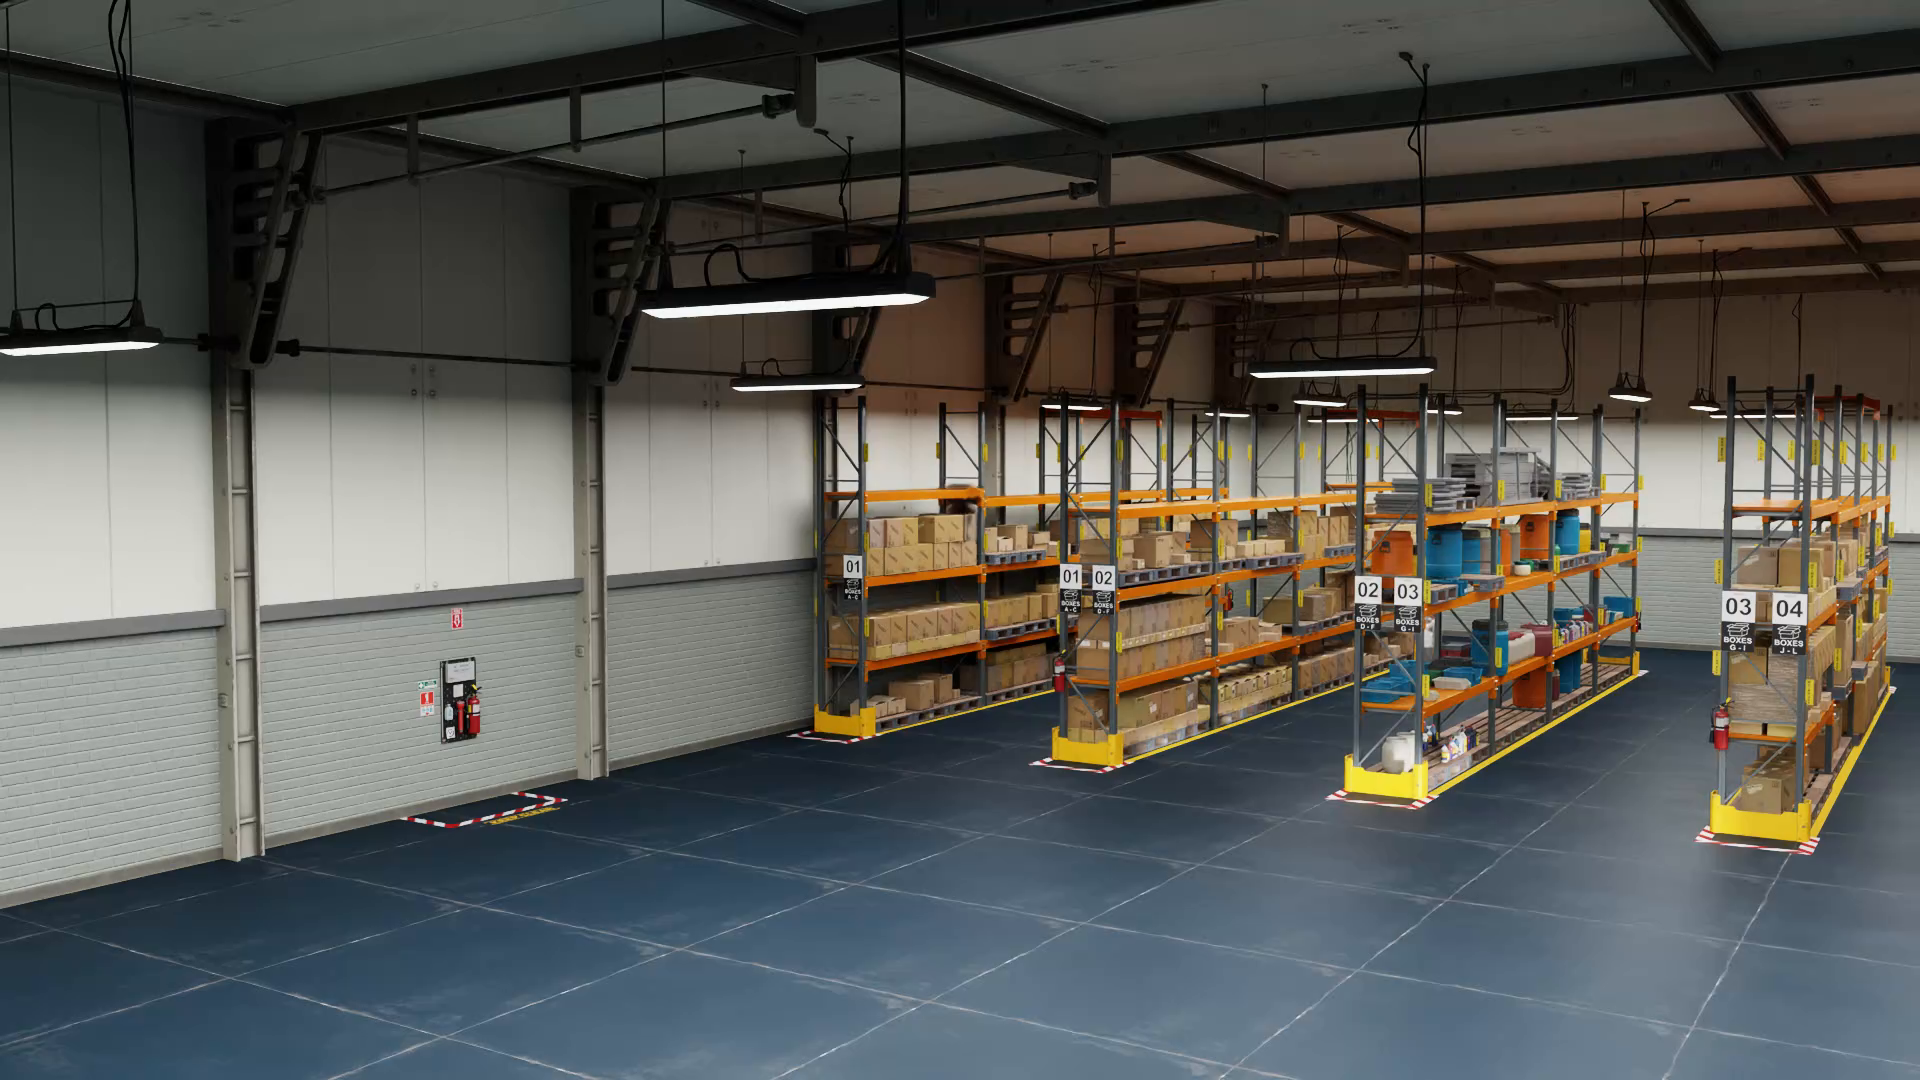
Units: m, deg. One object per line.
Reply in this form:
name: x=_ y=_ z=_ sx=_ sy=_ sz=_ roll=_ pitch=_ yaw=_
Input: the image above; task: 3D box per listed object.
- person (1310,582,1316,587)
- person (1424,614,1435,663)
person: x=9.188 y=1.917 z=43.208 sx=0.495 sy=1.643 sz=0.562 roll=0 pitch=3 yaw=2
person: x=9.916 y=2.273 z=35.042 sx=0.382 sy=1.779 sz=0.585 roll=1 pitch=3 yaw=17
